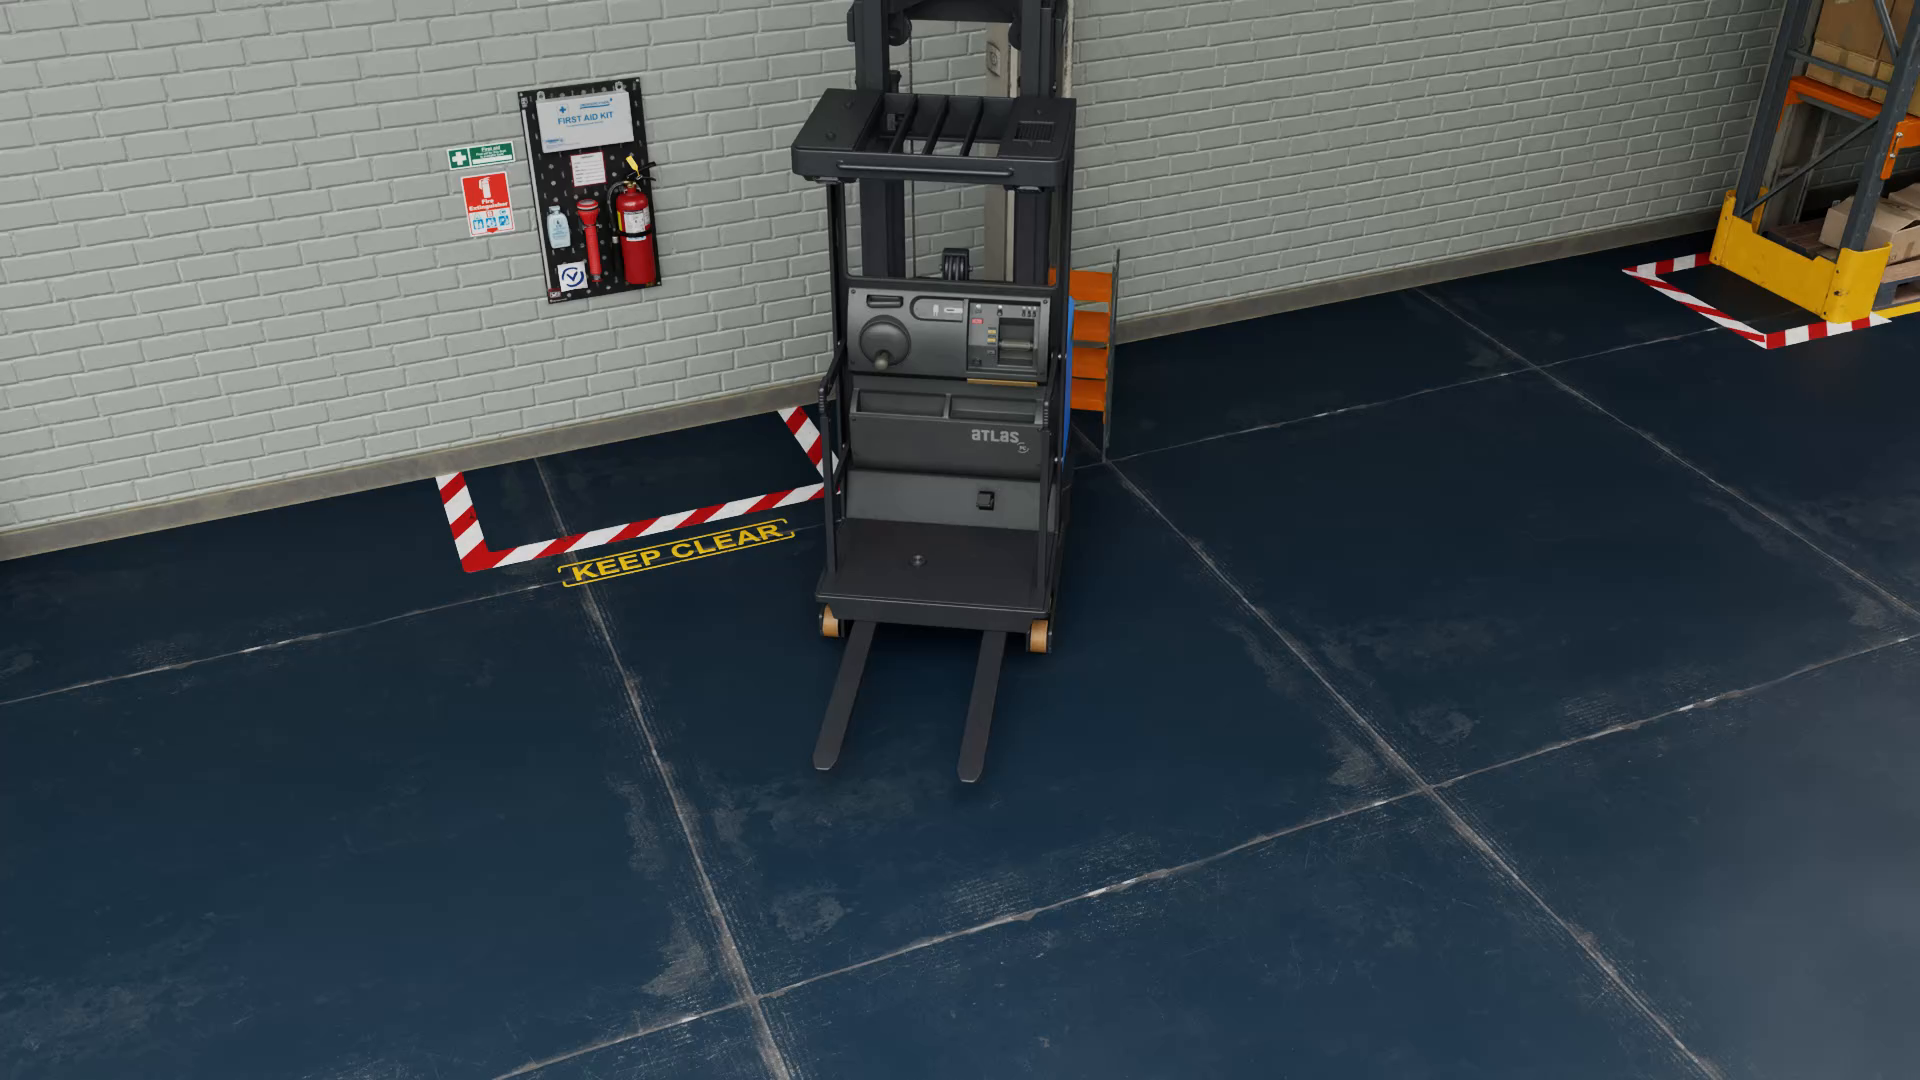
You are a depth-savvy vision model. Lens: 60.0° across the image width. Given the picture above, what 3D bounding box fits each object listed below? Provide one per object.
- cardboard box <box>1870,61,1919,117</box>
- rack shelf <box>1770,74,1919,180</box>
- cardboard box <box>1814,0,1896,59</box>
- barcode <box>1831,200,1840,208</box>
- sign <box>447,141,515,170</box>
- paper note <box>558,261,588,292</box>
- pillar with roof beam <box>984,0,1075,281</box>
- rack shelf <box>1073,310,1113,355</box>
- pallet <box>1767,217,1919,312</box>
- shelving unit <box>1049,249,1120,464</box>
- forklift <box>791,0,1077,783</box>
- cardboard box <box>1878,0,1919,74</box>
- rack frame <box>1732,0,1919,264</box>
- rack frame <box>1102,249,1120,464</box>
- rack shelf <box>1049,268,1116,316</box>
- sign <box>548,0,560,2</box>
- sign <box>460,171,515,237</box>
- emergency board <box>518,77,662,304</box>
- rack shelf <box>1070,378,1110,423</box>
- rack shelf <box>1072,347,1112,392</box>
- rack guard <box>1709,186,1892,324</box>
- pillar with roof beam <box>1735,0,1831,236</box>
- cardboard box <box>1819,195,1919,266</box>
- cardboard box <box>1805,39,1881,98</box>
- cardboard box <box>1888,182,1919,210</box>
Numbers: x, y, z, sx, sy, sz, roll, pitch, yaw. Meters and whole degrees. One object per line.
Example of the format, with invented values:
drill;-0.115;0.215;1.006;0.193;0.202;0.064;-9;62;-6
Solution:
cardboard box;6.182;-2.873;10.534;0.500;0.250;0.500;-14;36;-20
rack shelf;7.453;-3.105;11.431;4.000;0.370;1.077;-13;35;-19
cardboard box;5.962;-3.450;10.734;0.500;0.500;0.500;-13;35;-19
barcode;6.144;-2.351;11.667;0.075;0.075;0.001;-13;35;-19
sign;-2.448;-1.966;8.503;0.331;0.109;0.001;-13;35;-19
paper note;-2.096;-1.426;8.999;0.142;0.148;0.016;-13;35;-19
pillar with roof beam;2.054;-2.650;4.572;0.400;9.000;9.100;-13;35;-19
rack shelf;0.594;-1.157;9.141;0.480;0.148;0.258;6;34;9
pallet;6.442;-1.985;11.608;1.213;0.211;1.003;-13;35;-19
shelving unit;0.594;-1.026;9.226;0.503;1.200;0.258;6;34;9
forklift;-0.079;-0.892;7.433;1.130;2.935;3.031;4;33;6
cardboard box;6.166;-3.194;10.340;0.500;0.500;0.500;-13;35;-19
rack frame;5.609;-2.984;10.586;0.127;3.000;1.000;-13;35;-19
rack frame;0.833;-1.001;9.188;0.015;1.200;0.240;6;34;9
rack shelf;0.594;-1.355;9.012;0.480;0.148;0.258;6;34;9
sign;-1.952;-2.818;8.205;0.199;0.298;0.001;-13;35;-19
sign;-2.455;-1.748;8.653;0.234;0.329;0.001;-13;35;-19
emergency board;-1.906;-1.798;8.762;0.643;1.169;0.194;-13;35;-19
rack shelf;0.594;-0.803;9.371;0.480;0.148;0.258;6;34;9
rack shelf;0.594;-0.969;9.263;0.480;0.148;0.258;6;34;9
rack guard;5.679;-1.953;11.292;0.348;0.500;1.175;-13;35;-19
pillar with roof beam;7.586;-3.917;6.519;0.400;9.000;9.100;-13;35;-19
cardboard box;6.282;-2.142;11.354;0.500;0.311;0.500;-17;37;-24
cardboard box;5.965;-3.126;10.923;0.500;0.250;0.500;-12;35;-18
cardboard box;6.808;-2.263;11.539;0.500;0.311;0.500;-10;34;-15
